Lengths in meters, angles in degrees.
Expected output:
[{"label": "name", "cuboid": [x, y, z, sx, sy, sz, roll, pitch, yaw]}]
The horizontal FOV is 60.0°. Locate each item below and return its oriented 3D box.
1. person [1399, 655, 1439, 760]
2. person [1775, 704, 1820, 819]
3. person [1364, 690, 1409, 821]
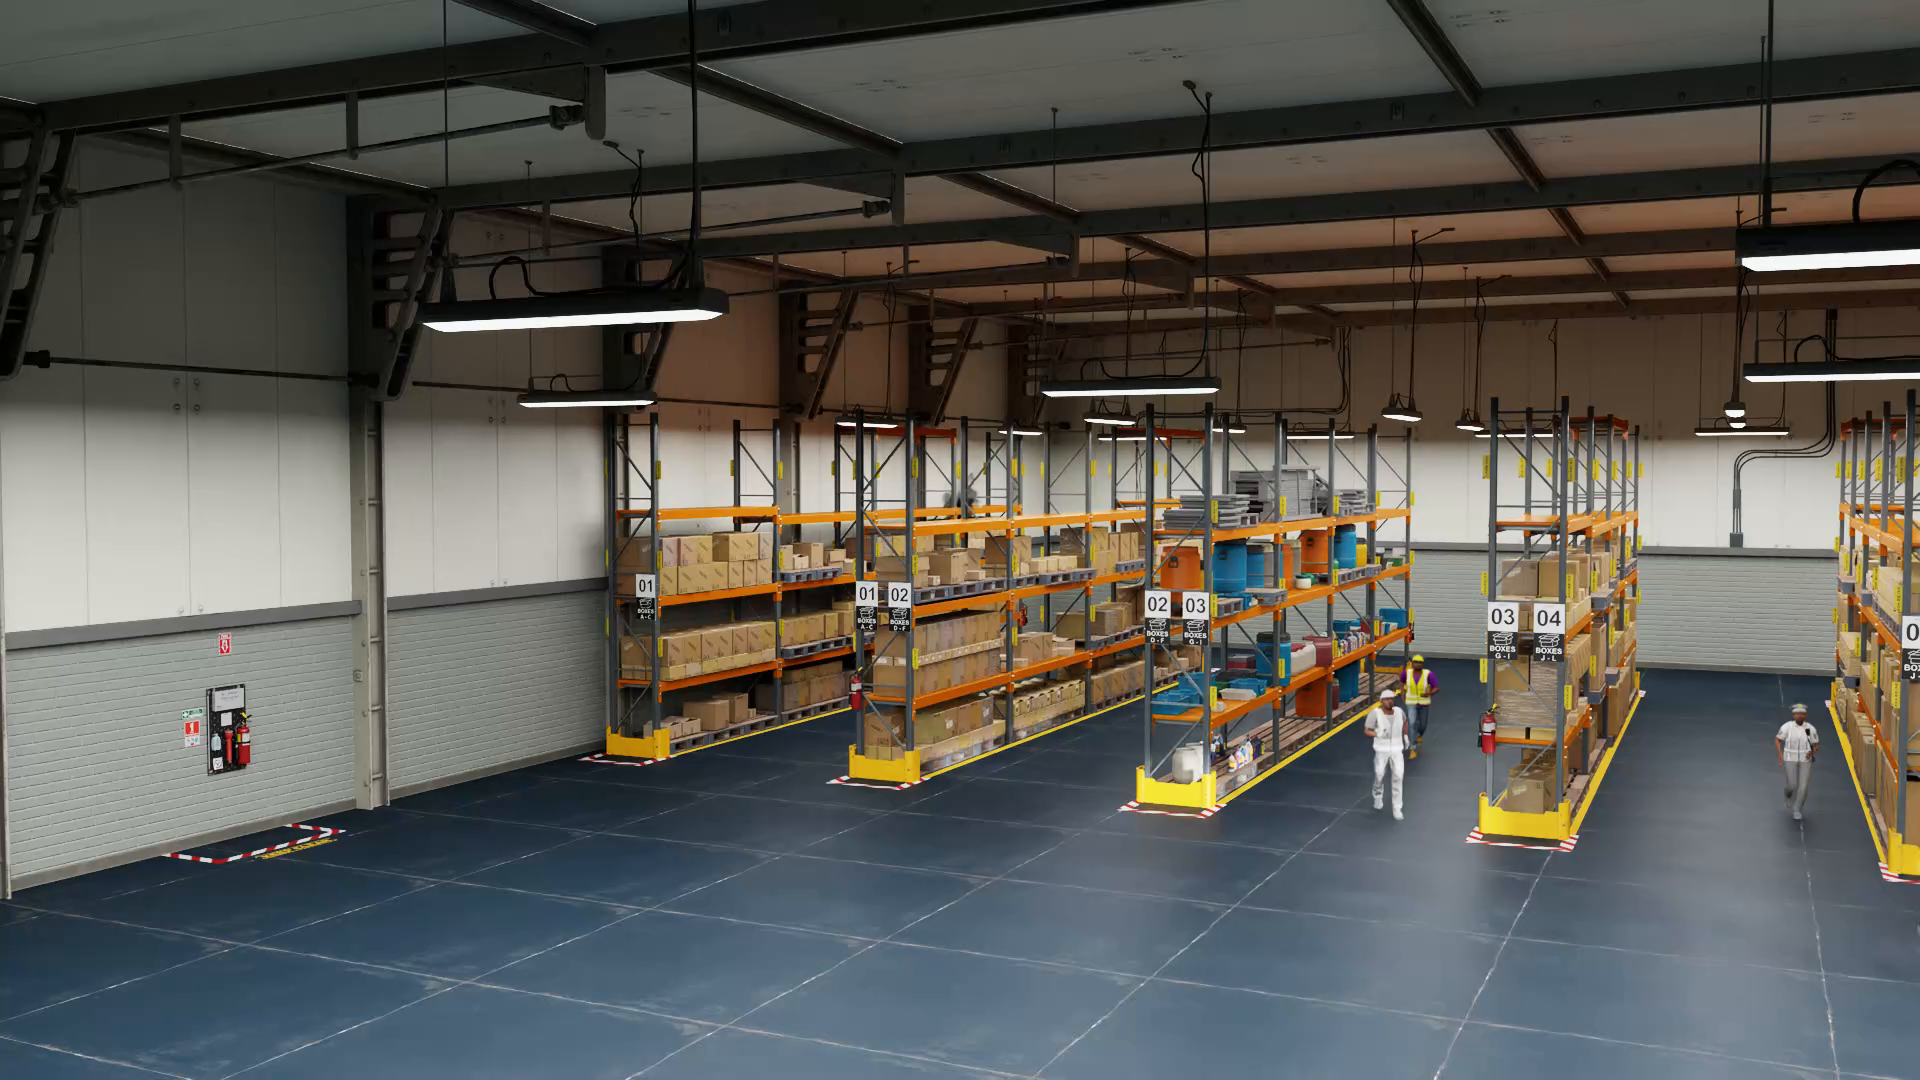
[{"label": "person", "cuboid": [8.071, 2.897, 29.222, 0.663, 1.779, 1.143, 1, 2, 12]}, {"label": "person", "cuboid": [12.022, 3.173, 23.876, 0.558, 1.658, 0.557, 1, 3, 20]}, {"label": "person", "cuboid": [6.192, 3.077, 24.128, 0.696, 1.827, 0.871, 0, 2, 1]}]
